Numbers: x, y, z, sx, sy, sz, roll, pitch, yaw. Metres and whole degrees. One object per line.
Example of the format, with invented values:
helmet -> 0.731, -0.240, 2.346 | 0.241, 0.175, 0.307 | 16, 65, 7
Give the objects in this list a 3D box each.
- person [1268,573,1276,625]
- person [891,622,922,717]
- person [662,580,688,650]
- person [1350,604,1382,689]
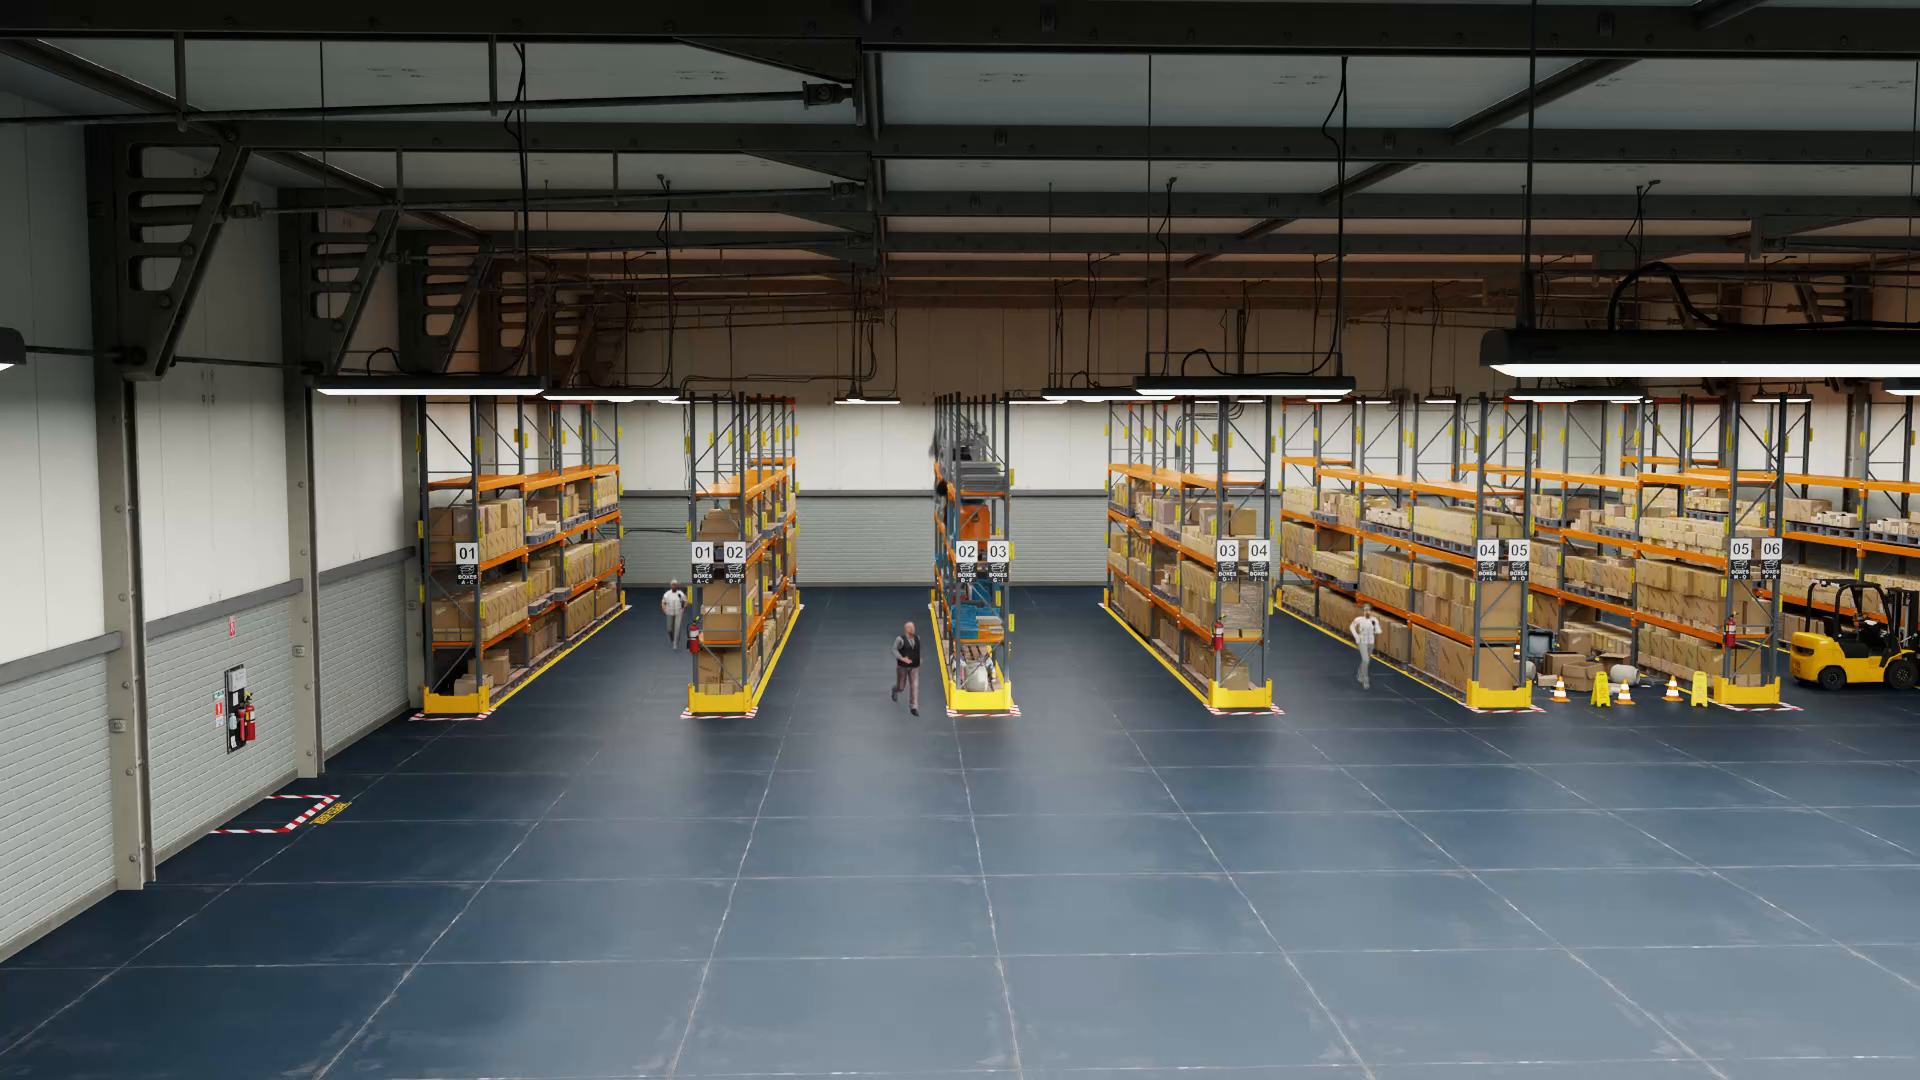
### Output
person -> 8.020, 1.419, 43.492 | 0.556, 1.626, 0.520 | 0, 5, -1
person -> -0.975, 2.393, 31.121 | 0.653, 1.714, 1.091 | -2, 5, -21
person -> -6.761, 1.759, 39.445 | 0.617, 1.625, 0.643 | -1, 5, -8
person -> 8.333, 2.161, 34.070 | 0.584, 1.750, 0.773 | -1, 5, -8
